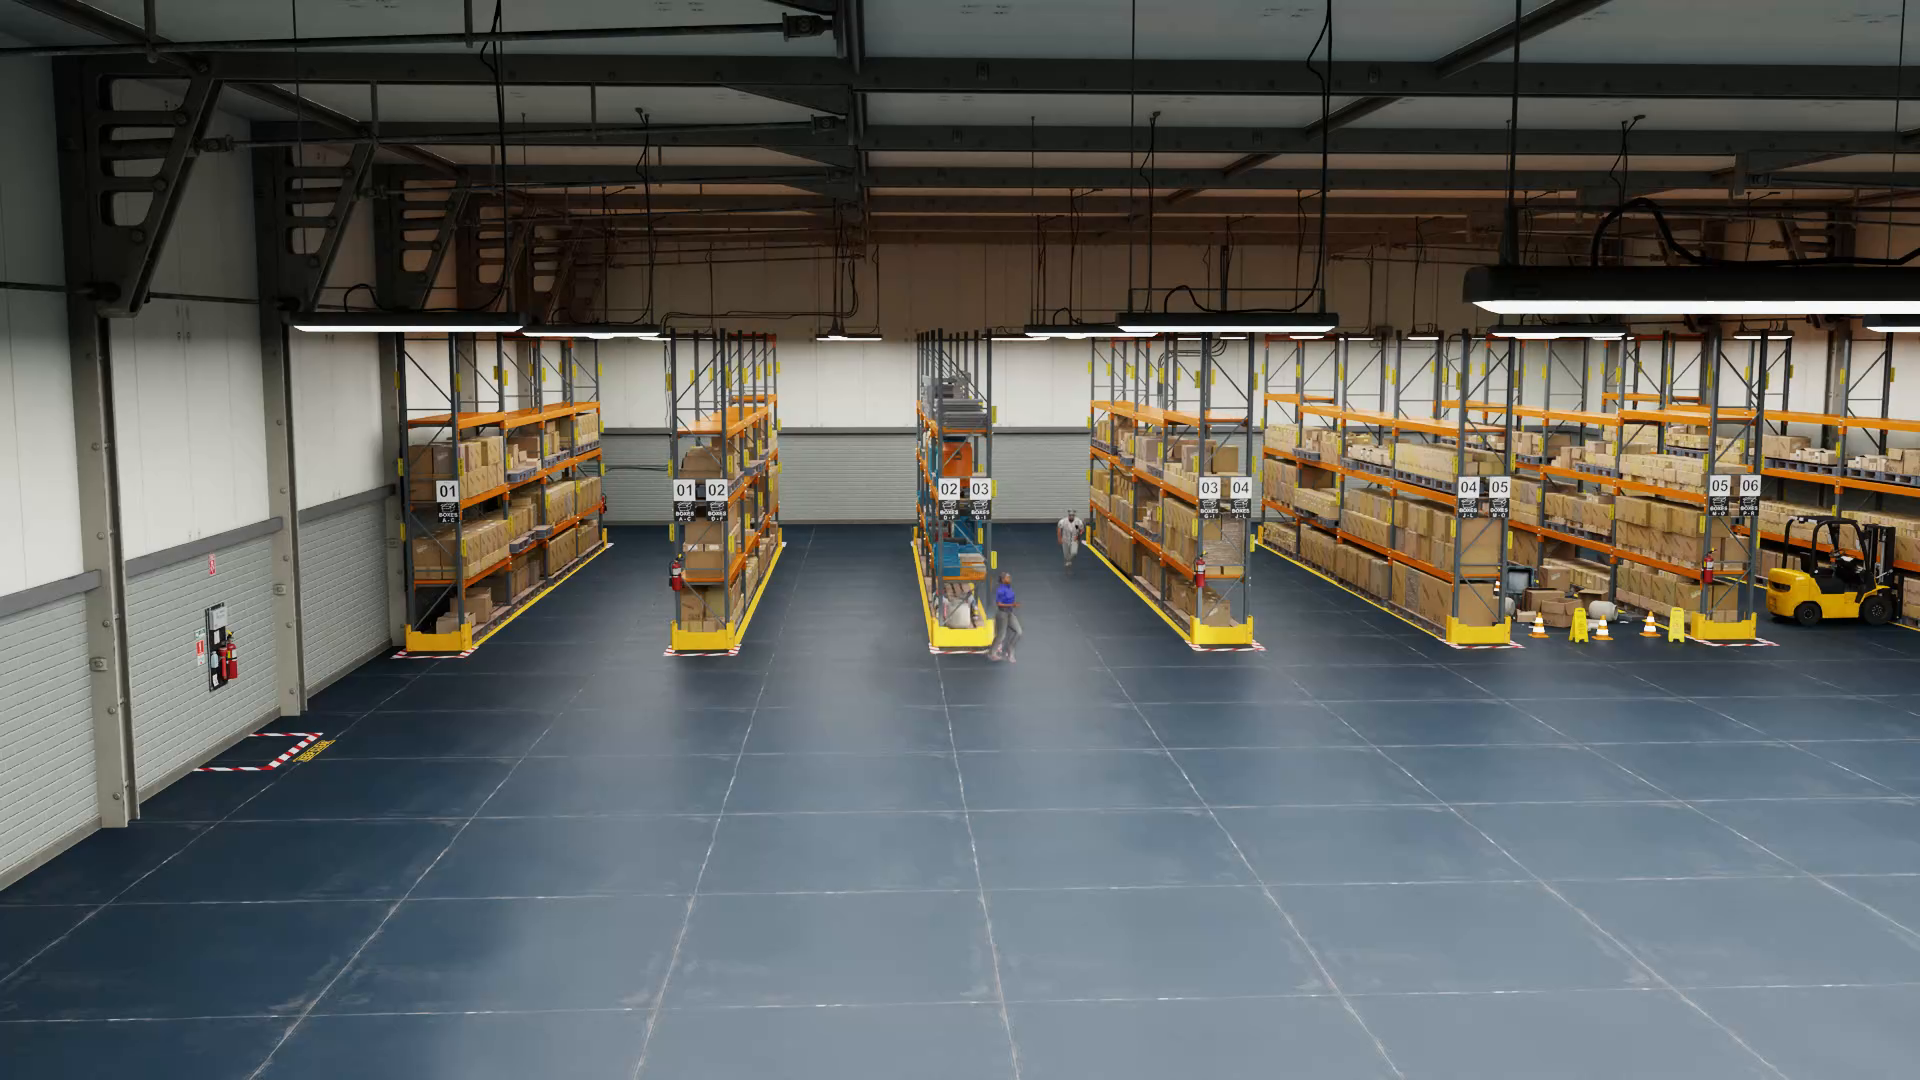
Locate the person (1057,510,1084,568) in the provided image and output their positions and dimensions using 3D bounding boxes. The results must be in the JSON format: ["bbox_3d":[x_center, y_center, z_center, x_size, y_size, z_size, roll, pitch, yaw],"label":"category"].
[{"bbox_3d":[2.738,-0.031,41.191,0.657,1.518,0.780,0,7,-3],"label":"person"}]

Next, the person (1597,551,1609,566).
[{"bbox_3d":[15.944,0.010,41.195,0.673,1.727,0.957,-1,7,-10],"label":"person"}]

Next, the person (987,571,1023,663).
[{"bbox_3d":[0.824,1.401,29.878,0.717,1.691,0.550,4,8,32],"label":"person"}]
